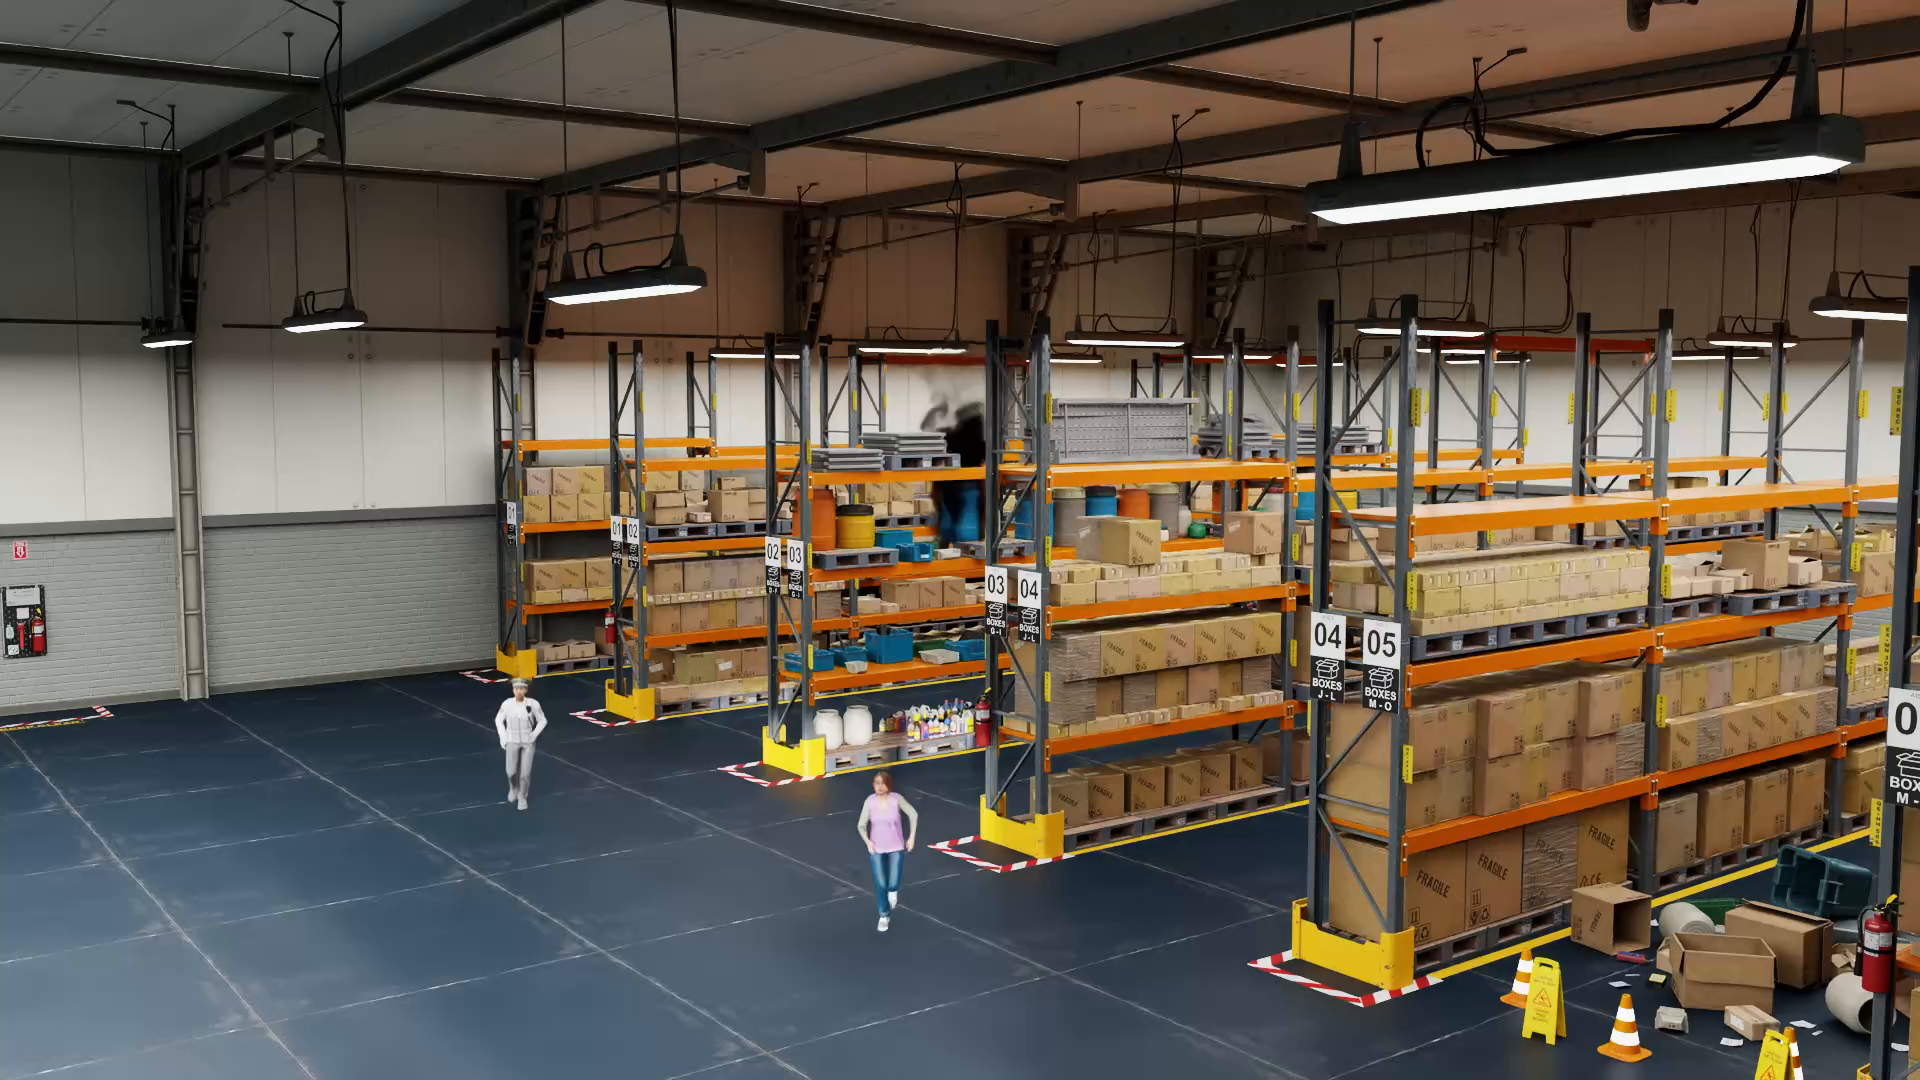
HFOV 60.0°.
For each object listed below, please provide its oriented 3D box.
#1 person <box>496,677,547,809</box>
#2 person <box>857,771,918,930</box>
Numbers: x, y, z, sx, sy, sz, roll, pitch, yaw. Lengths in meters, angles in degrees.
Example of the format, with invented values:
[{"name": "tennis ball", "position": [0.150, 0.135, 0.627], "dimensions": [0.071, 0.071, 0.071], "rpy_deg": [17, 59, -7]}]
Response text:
[{"name": "person", "position": [-5.457, 2.523, 20.696], "dimensions": [0.630, 1.663, 0.538], "rpy_deg": [-1, 5, -12]}, {"name": "person", "position": [-0.703, 3.039, 16.014], "dimensions": [0.571, 1.472, 0.604], "rpy_deg": [0, 5, 4]}]
